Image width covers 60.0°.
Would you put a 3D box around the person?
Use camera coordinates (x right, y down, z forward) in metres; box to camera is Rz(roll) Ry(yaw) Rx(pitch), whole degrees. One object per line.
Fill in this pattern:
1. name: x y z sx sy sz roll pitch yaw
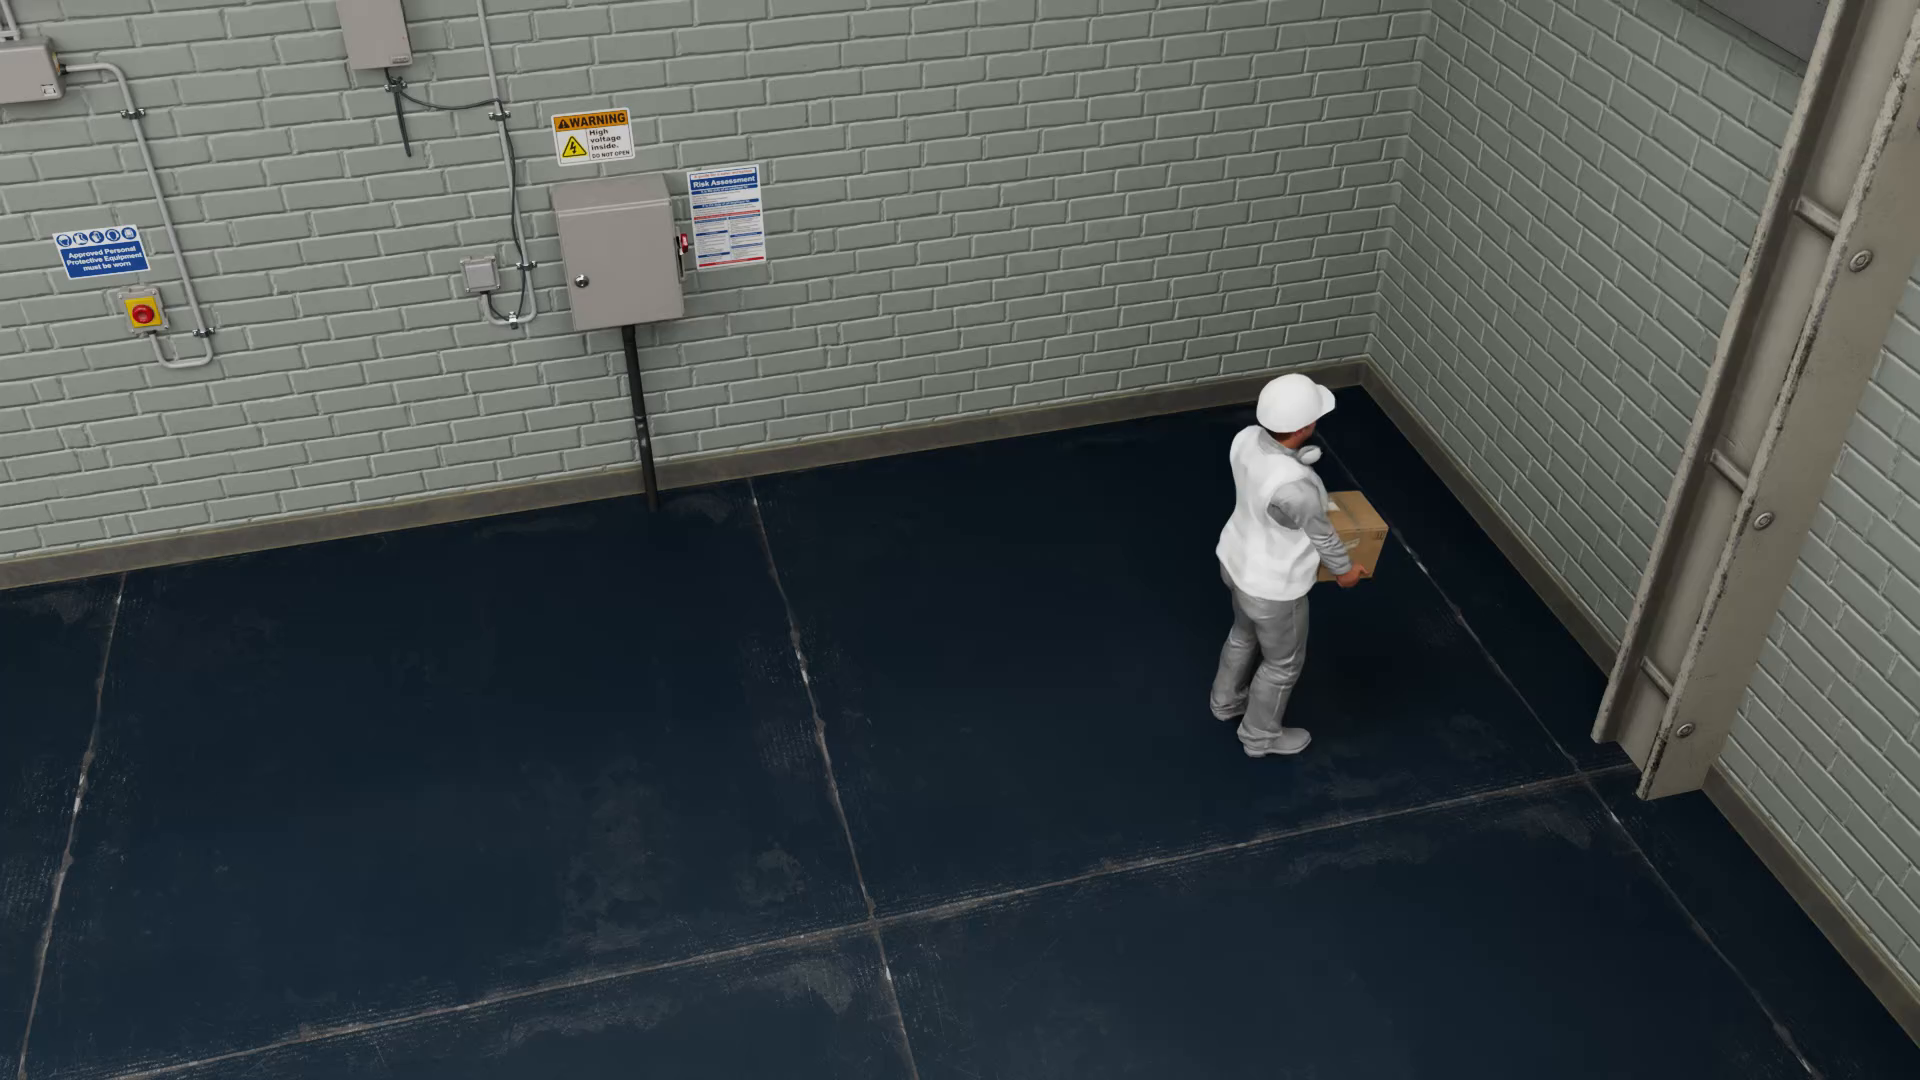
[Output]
1. person: 1.301 0.098 6.572 0.551 1.772 0.482 -10 39 -12
